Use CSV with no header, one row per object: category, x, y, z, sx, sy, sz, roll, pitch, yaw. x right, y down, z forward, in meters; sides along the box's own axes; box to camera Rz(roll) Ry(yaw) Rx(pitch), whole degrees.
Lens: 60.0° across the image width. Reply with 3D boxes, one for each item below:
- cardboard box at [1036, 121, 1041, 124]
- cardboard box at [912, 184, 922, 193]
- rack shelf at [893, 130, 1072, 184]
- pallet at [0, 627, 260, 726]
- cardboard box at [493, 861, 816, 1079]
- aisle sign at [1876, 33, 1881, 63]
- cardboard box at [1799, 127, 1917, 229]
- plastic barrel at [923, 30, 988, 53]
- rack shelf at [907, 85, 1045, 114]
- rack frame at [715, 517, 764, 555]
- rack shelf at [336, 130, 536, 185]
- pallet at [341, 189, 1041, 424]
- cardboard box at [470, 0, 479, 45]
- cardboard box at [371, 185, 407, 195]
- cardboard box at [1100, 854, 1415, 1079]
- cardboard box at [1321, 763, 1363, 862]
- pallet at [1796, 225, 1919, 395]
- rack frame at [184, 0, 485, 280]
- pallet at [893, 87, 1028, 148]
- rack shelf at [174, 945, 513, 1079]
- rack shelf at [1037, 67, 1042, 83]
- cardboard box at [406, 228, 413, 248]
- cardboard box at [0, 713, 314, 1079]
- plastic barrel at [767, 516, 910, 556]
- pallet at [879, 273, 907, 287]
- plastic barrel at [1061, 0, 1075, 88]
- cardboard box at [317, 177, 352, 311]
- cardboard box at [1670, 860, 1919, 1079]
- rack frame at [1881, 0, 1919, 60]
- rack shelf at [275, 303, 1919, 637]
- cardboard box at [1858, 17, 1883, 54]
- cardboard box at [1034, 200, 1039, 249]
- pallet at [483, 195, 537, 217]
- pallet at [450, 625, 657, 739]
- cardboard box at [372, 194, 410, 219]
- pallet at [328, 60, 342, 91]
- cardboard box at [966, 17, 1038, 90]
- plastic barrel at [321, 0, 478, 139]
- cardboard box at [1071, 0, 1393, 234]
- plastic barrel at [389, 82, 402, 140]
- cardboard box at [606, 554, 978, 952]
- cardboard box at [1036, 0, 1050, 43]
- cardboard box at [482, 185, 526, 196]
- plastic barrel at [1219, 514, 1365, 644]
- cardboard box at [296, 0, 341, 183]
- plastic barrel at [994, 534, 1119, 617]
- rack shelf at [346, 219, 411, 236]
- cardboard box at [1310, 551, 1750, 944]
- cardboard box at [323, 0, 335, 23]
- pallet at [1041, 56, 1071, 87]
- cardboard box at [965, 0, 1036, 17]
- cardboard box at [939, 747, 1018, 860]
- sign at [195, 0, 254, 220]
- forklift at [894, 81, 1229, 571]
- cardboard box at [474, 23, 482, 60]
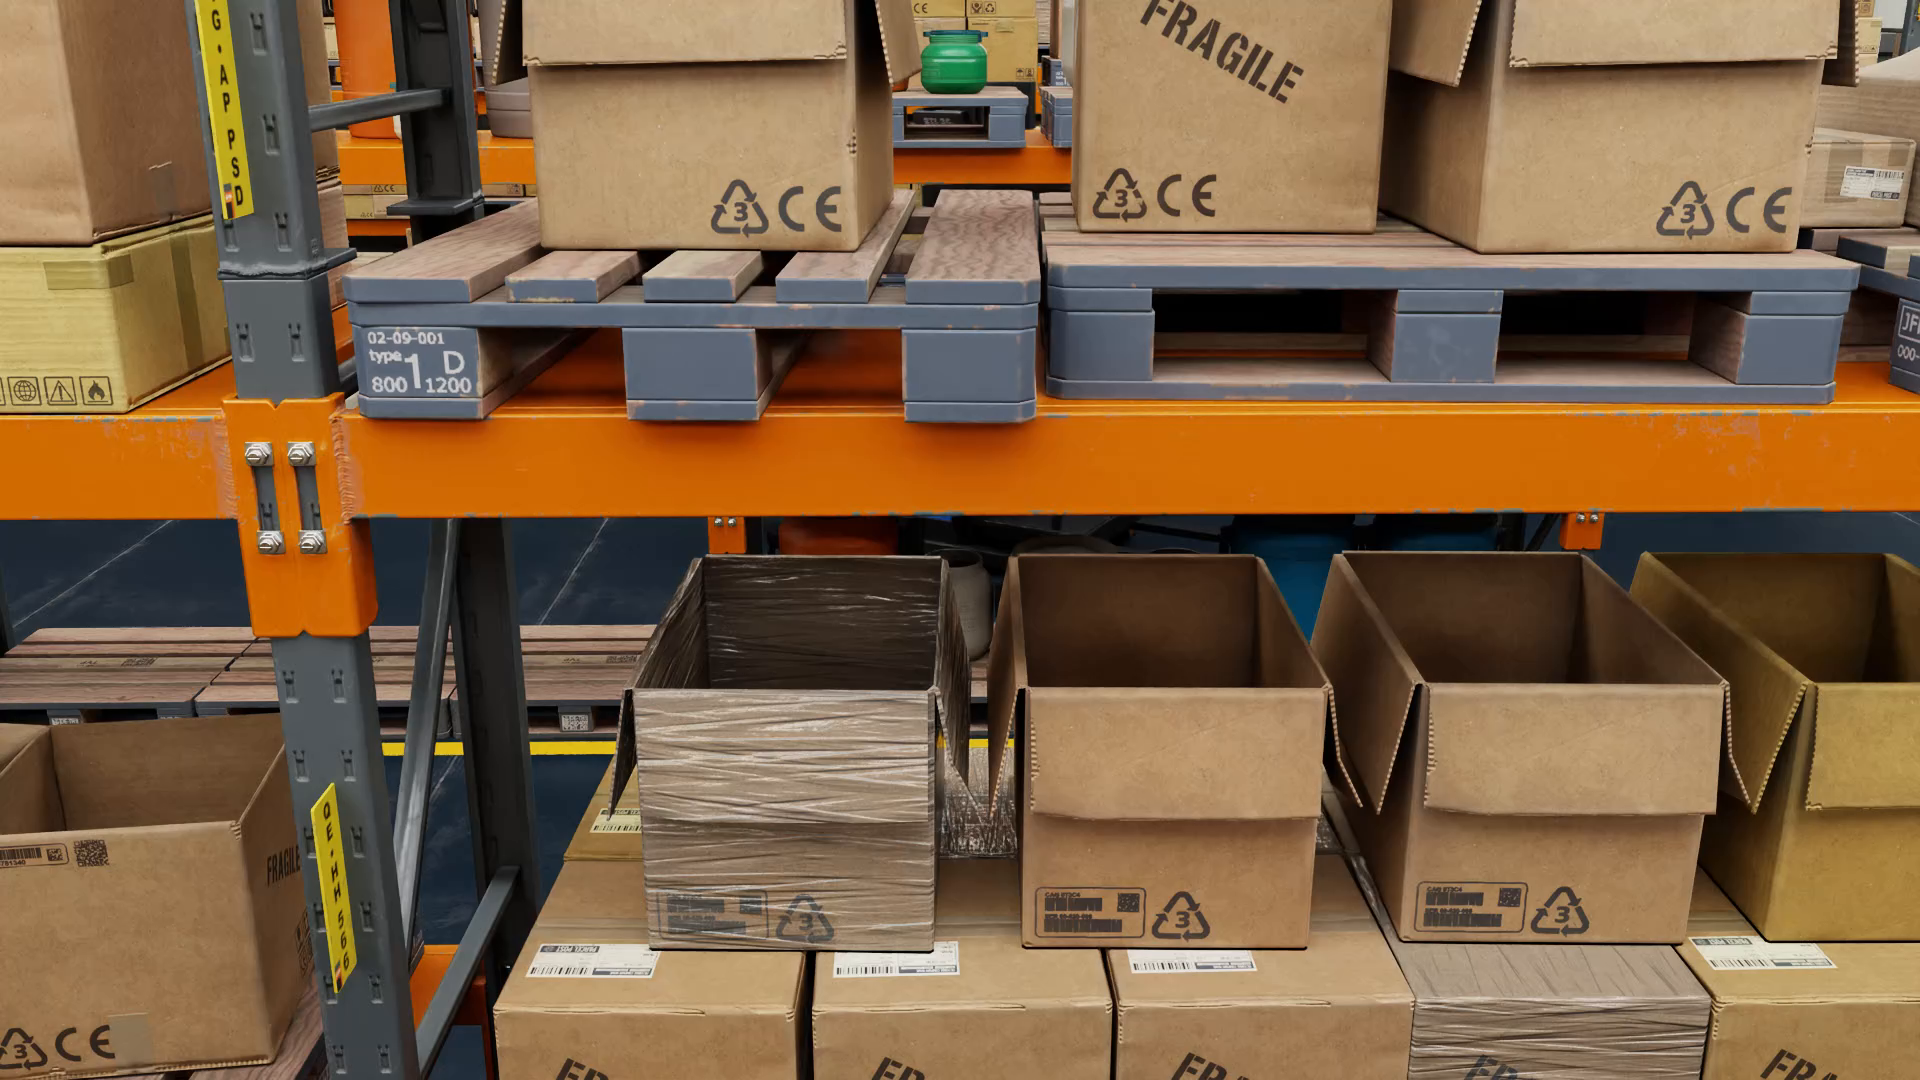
cardboard box,0.743,-4.280,17.567,0.500,0.250,0.500,-1,18,-2
cardboard box,-0.233,-3.760,17.174,0.500,0.500,0.500,0,18,1
rack shelf,0.910,-1.707,7.724,4.000,0.370,1.077,0,18,-1
pallet,-4.305,0.720,8.457,1.213,0.211,1.003,0,18,-1
cardboard box,-0.521,0.935,3.060,0.500,0.500,0.500,0,18,1
aisle sign,6.898,-3.491,12.762,0.004,0.787,0.394,0,18,-1
cardboard box,1.497,-0.665,3.023,0.250,0.149,0.380,-1,18,-3
plastic barrel,-0.020,-2.224,7.697,0.301,0.262,0.301,0,18,0
rack shelf,0.835,-3.219,12.440,4.000,0.370,1.077,0,18,-1
rack frame,-1.090,-0.611,8.042,0.127,3.000,1.000,0,18,-1
rack shelf,-3.090,-1.687,7.664,4.000,0.370,1.077,0,18,-1
pallet,-0.369,-0.456,2.957,1.003,0.211,1.213,1,18,2
cardboard box,-4.698,-5.272,16.809,0.500,0.500,0.500,2,18,7
cardboard box,-5.714,-3.816,17.018,0.500,0.500,0.500,0,18,-1
cardboard box,0.506,0.928,3.081,0.500,0.500,0.500,-1,18,-2
cardboard box,1.004,0.770,3.574,0.500,0.500,0.500,0,18,0
pallet,2.072,-0.435,2.897,1.217,0.209,0.805,-1,18,-3
rack frame,-1.012,-1.955,2.410,0.127,3.000,1.000,0,18,-1
pallet,-0.324,-1.923,7.531,1.213,0.211,1.003,0,18,-1
rack shelf,-3.011,1.254,3.406,4.000,0.370,1.077,0,18,-1
rack shelf,0.753,-4.732,17.156,4.000,0.370,1.077,0,18,-1
cardboard box,-3.869,-2.154,12.687,0.500,0.500,0.500,1,18,3
cardboard box,-1.551,0.669,3.201,0.500,0.500,0.500,-2,18,-8
plastic barrel,-0.601,0.215,8.333,0.708,0.830,0.600,0,18,-1
pallet,-0.488,-2.057,12.865,1.003,0.211,1.213,0,18,-1
plastic barrel,0.680,-2.359,7.669,0.433,0.535,0.433,0,18,0
cardboard box,-1.486,-0.531,3.127,0.500,0.250,0.500,0,18,0
cardboard box,1.507,0.925,3.089,0.500,0.500,0.500,0,18,-2
rack frame,6.835,-5.019,11.962,0.127,3.000,1.000,0,18,-1
rack shelf,0.988,-0.194,3.008,4.000,0.370,1.077,0,18,-1
cardboard box,6.325,-3.677,12.116,0.500,0.250,0.500,0,18,-1
cardboard box,0.381,-2.355,12.628,0.500,0.500,0.700,3,18,10
pallet,-4.479,-3.486,17.317,1.213,0.211,1.003,0,18,-1
pallet,-1.865,0.708,8.493,1.213,0.211,1.003,0,18,-1
cardboard box,-5.715,-3.461,17.139,0.500,0.250,0.500,0,18,-1
pallet,-4.282,-3.450,12.295,1.217,0.209,0.805,-1,18,-3
cardboard box,0.301,-3.617,12.339,0.500,0.500,0.910,0,18,-1
plastic barrel,-2.568,-2.303,7.703,0.708,0.830,0.600,0,18,-1
cardboard box,0.459,-0.830,2.963,0.500,0.500,0.500,1,18,2
plastic barrel,-2.358,-1.896,7.364,0.301,0.262,0.301,0,18,0
cardboard box,-0.280,0.378,3.154,0.637,0.503,0.797,0,18,1
cardboard box,0.814,-5.366,17.069,0.500,0.500,0.700,0,18,-1
cardboard box,-4.736,-3.867,17.307,0.500,0.500,0.700,0,18,-1
plastic barrel,1.657,0.170,8.356,0.708,0.901,0.600,0,18,-1
cardboard box,-1.486,-0.889,3.015,0.500,0.500,0.500,0,18,0
plastic barrel,0.528,0.324,8.387,0.708,0.588,0.600,0,18,-1
rack shelf,-7.246,-3.266,17.494,4.000,0.370,1.077,0,18,-1
cardboard box,1.042,0.370,3.177,0.637,0.503,0.797,0,18,1
cardboard box,-4.547,-4.010,12.056,0.500,0.500,0.500,0,18,0
pallet,1.145,-3.495,12.427,1.003,0.211,1.213,0,18,-1
cardboard box,0.292,-4.081,12.148,0.500,0.500,0.500,0,18,-1
cardboard box,-0.024,0.775,3.557,0.500,0.500,0.500,0,18,-1
sign,-1.005,-0.607,2.273,0.005,0.325,0.100,0,18,-1
forklift,0.585,-1.289,10.268,3.031,2.935,1.130,9,20,27
cardboard box,-3.251,-3.652,12.169,0.500,0.250,0.500,-2,18,-6
